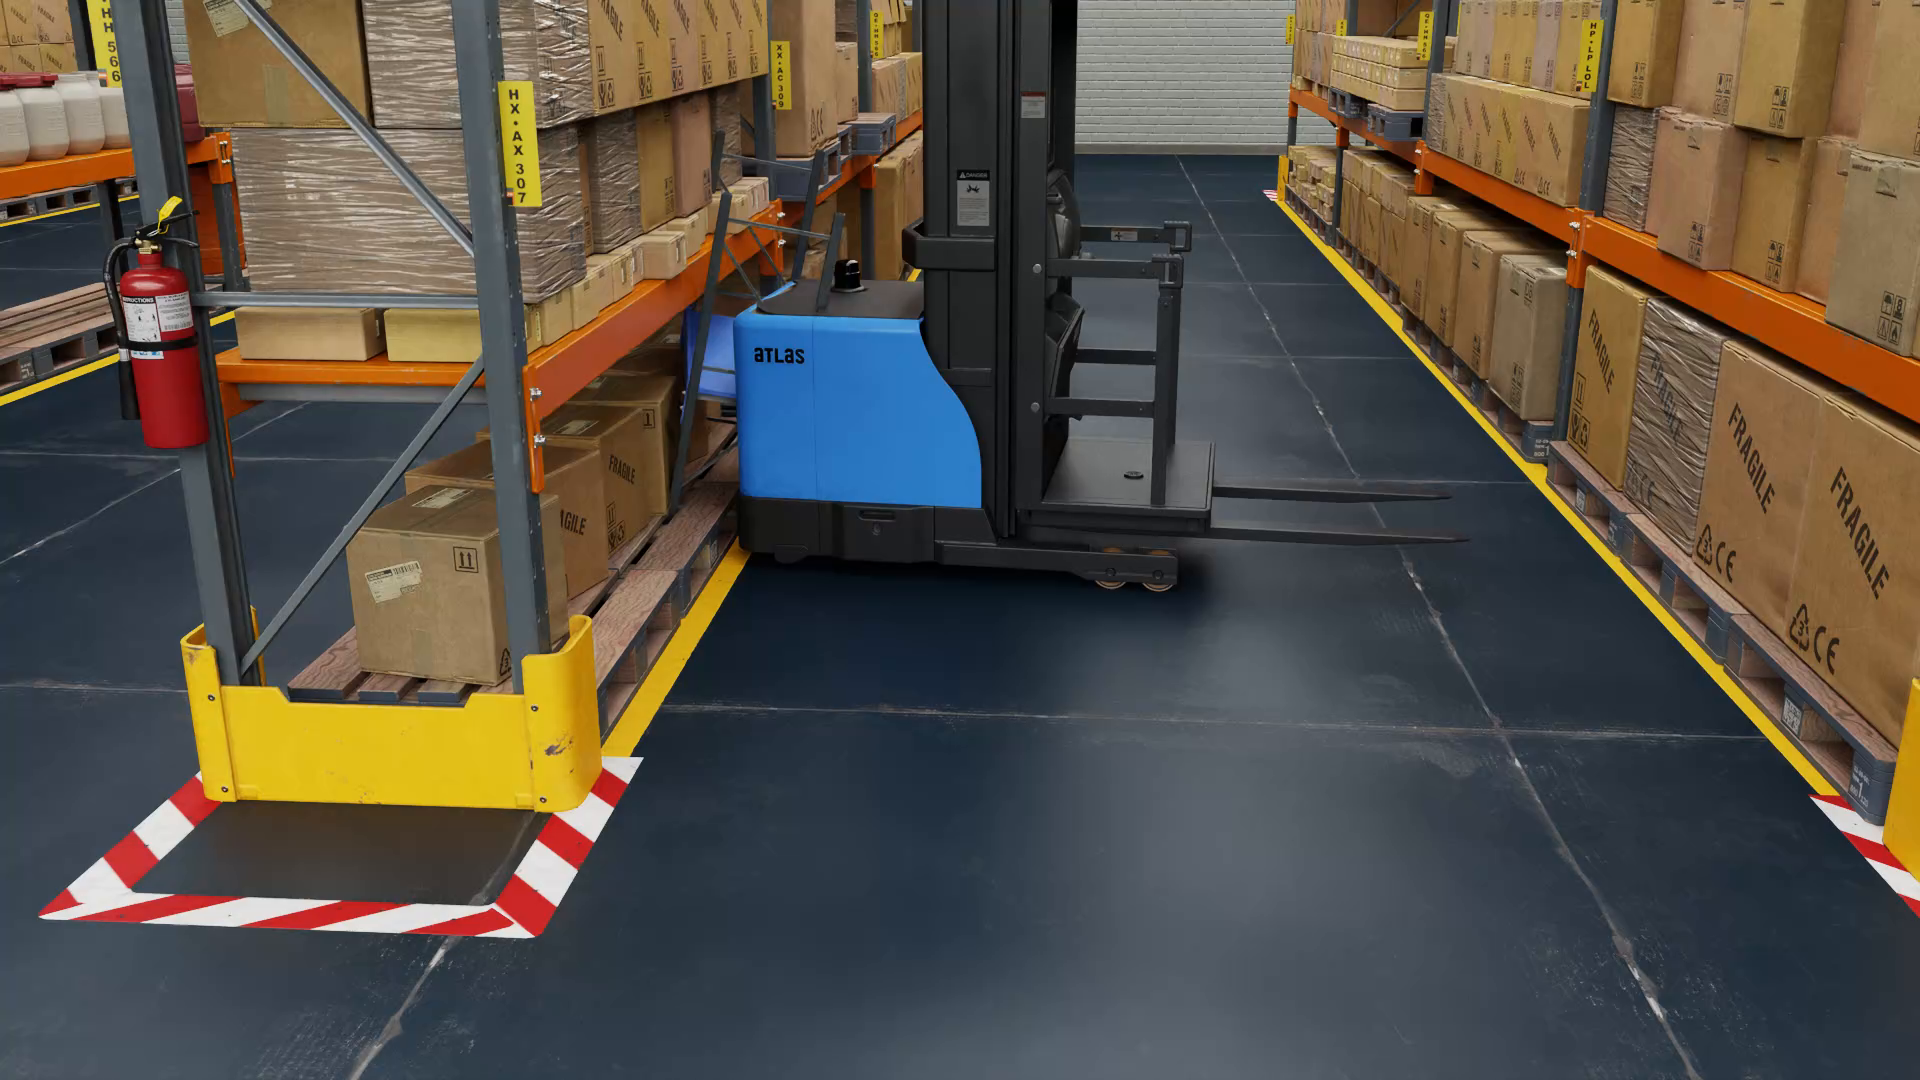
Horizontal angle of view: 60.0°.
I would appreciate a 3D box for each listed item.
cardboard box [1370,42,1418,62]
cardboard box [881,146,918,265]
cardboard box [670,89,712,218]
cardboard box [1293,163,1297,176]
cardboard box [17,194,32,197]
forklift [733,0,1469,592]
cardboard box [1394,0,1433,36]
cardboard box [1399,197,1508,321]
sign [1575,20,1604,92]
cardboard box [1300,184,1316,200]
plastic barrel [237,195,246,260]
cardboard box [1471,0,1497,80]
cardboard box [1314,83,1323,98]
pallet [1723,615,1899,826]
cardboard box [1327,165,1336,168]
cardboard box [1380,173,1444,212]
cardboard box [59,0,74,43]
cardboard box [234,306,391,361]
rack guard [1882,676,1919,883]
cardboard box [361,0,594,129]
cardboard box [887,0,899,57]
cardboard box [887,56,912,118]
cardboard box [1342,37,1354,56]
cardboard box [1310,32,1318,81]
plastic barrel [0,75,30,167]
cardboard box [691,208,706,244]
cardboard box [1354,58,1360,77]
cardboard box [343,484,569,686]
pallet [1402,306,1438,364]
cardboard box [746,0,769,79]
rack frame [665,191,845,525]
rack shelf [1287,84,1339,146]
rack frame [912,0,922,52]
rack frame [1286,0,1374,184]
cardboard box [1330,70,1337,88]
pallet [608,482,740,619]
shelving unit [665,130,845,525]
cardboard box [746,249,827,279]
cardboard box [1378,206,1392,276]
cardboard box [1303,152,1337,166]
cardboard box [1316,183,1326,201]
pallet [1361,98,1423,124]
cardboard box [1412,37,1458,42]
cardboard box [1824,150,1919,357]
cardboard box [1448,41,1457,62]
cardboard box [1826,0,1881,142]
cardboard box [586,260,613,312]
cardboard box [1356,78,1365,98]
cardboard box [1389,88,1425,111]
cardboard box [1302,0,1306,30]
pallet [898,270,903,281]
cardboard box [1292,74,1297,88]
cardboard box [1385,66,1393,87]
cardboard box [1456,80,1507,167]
[{"bbox_3d":[3.451,-3.841,13.102,0.380,0.149,0.250,1,18,4],"label":"cardboard box"},{"bbox_3d":[-1.003,-2.821,13.954,1.225,0.875,0.875,1,18,4],"label":"cardboard box"},{"bbox_3d":[-1.532,-1.637,6.964,0.875,0.500,0.500,1,18,4],"label":"cardboard box"},{"bbox_3d":[3.999,-4.229,18.938,0.380,0.149,0.250,1,18,4],"label":"cardboard box"},{"bbox_3d":[-10.441,-3.863,18.238,0.380,0.166,0.250,1,18,4],"label":"cardboard box"},{"bbox_3d":[0.617,-1.361,6.870,3.031,2.935,1.130,3,18,9],"label":"forklift"},{"bbox_3d":[4.357,-5.040,15.743,0.500,0.500,0.500,2,18,5],"label":"cardboard box"},{"bbox_3d":[3.662,-1.942,11.472,1.050,0.750,0.750,1,18,3],"label":"cardboard box"},{"bbox_3d":[2.967,-2.278,7.826,0.100,0.325,0.005,1,18,4],"label":"sign"},{"bbox_3d":[3.908,-3.779,18.041,0.380,0.149,0.250,0,18,1],"label":"cardboard box"},{"bbox_3d":[-6.116,-2.599,13.857,0.421,0.512,0.421,0,18,0],"label":"plastic barrel"},{"bbox_3d":[3.718,-3.225,10.682,0.700,0.500,0.500,1,18,3],"label":"cardboard box"},{"bbox_3d":[3.909,-4.703,17.362,0.380,0.149,0.250,2,18,5],"label":"cardboard box"},{"bbox_3d":[3.201,0.561,5.372,1.003,0.211,1.213,1,18,4],"label":"pallet"},{"bbox_3d":[3.934,-3.722,16.912,0.380,0.149,0.250,2,18,6],"label":"cardboard box"},{"bbox_3d":[3.608,-2.742,13.110,0.500,0.250,0.500,2,18,5],"label":"cardboard box"},{"bbox_3d":[-10.277,-5.908,18.870,0.500,0.500,0.500,2,18,5],"label":"cardboard box"},{"bbox_3d":[-1.904,-0.630,4.932,0.380,0.149,0.250,1,18,4],"label":"cardboard box"},{"bbox_3d":[3.220,0.681,4.541,1.175,0.500,0.348,1,18,4],"label":"rack guard"},{"bbox_3d":[-1.407,-1.485,4.894,0.500,0.500,0.500,1,18,4],"label":"cardboard box"},{"bbox_3d":[-0.956,-4.496,14.555,0.797,0.503,0.637,1,18,5],"label":"cardboard box"},{"bbox_3d":[-0.692,-3.963,14.541,0.500,0.500,0.500,1,18,3],"label":"cardboard box"},{"bbox_3d":[3.560,-4.326,14.581,0.380,0.149,0.250,1,18,4],"label":"cardboard box"},{"bbox_3d":[3.970,-5.062,17.416,0.500,0.500,0.500,1,18,2],"label":"cardboard box"},{"bbox_3d":[-6.032,-2.594,10.304,0.433,0.535,0.433,0,18,0],"label":"plastic barrel"},{"bbox_3d":[-1.293,-1.319,7.034,0.380,0.149,0.250,1,18,4],"label":"cardboard box"},{"bbox_3d":[3.506,-3.943,13.890,0.380,0.149,0.250,1,18,3],"label":"cardboard box"},{"bbox_3d":[-1.657,0.138,5.523,0.500,0.500,0.500,5,19,14],"label":"cardboard box"},{"bbox_3d":[3.664,-1.431,11.450,1.003,0.211,1.213,1,18,4],"label":"pallet"},{"bbox_3d":[-1.189,-2.417,7.737,0.500,0.500,0.500,1,18,4],"label":"cardboard box"},{"bbox_3d":[-0.874,-0.687,6.971,0.500,1.500,0.032,8,26,-14],"label":"rack frame"},{"bbox_3d":[4.225,-4.520,17.557,1.077,0.370,4.000,1,18,4],"label":"rack shelf"},{"bbox_3d":[-0.858,-4.383,15.983,1.000,3.000,0.127,1,18,4],"label":"rack frame"},{"bbox_3d":[4.369,-5.483,19.340,1.000,3.000,0.127,1,18,4],"label":"rack frame"},{"bbox_3d":[3.595,-4.209,15.181,0.380,0.149,0.250,0,18,1],"label":"cardboard box"},{"bbox_3d":[-1.529,0.016,7.036,1.003,0.211,1.213,1,18,4],"label":"pallet"},{"bbox_3d":[-0.951,-0.920,7.417,0.538,1.500,1.048,8,26,-14],"label":"shelving unit"},{"bbox_3d":[-1.234,-1.605,10.811,0.700,0.500,0.500,3,18,9],"label":"cardboard box"},{"bbox_3d":[3.623,-2.382,13.215,0.500,0.500,0.500,2,18,6],"label":"cardboard box"},{"bbox_3d":[4.011,-4.213,18.413,0.380,0.149,0.250,0,18,1],"label":"cardboard box"},{"bbox_3d":[3.796,-3.500,16.714,0.380,0.149,0.250,1,18,2],"label":"cardboard box"},{"bbox_3d":[3.896,-3.523,13.667,1.003,0.211,1.213,1,18,4],"label":"pallet"},{"bbox_3d":[4.229,-4.392,14.782,0.380,0.149,0.250,1,18,2],"label":"cardboard box"},{"bbox_3d":[3.221,-0.873,5.029,0.875,0.550,0.550,1,18,4],"label":"cardboard box"},{"bbox_3d":[4.114,-3.909,13.310,0.380,0.149,0.250,2,18,6],"label":"cardboard box"},{"bbox_3d":[3.410,-1.557,5.382,0.875,0.550,0.550,1,18,4],"label":"cardboard box"},{"bbox_3d":[-1.393,-0.853,5.612,0.380,0.149,0.250,1,18,4],"label":"cardboard box"},{"bbox_3d":[3.485,-3.725,13.704,0.380,0.149,0.250,0,18,1],"label":"cardboard box"},{"bbox_3d":[3.372,-3.242,12.230,0.380,0.149,0.250,2,18,5],"label":"cardboard box"},{"bbox_3d":[4.042,-5.857,18.237,0.500,0.500,0.500,2,18,6],"label":"cardboard box"},{"bbox_3d":[-1.013,-2.059,13.368,1.003,0.211,1.213,1,18,4],"label":"pallet"},{"bbox_3d":[4.019,-5.271,19.095,0.380,0.149,0.250,1,18,3],"label":"cardboard box"},{"bbox_3d":[3.394,-3.467,12.438,0.380,0.149,0.250,2,18,6],"label":"cardboard box"},{"bbox_3d":[3.423,-2.598,10.375,0.500,0.500,0.500,1,18,4],"label":"cardboard box"}]
